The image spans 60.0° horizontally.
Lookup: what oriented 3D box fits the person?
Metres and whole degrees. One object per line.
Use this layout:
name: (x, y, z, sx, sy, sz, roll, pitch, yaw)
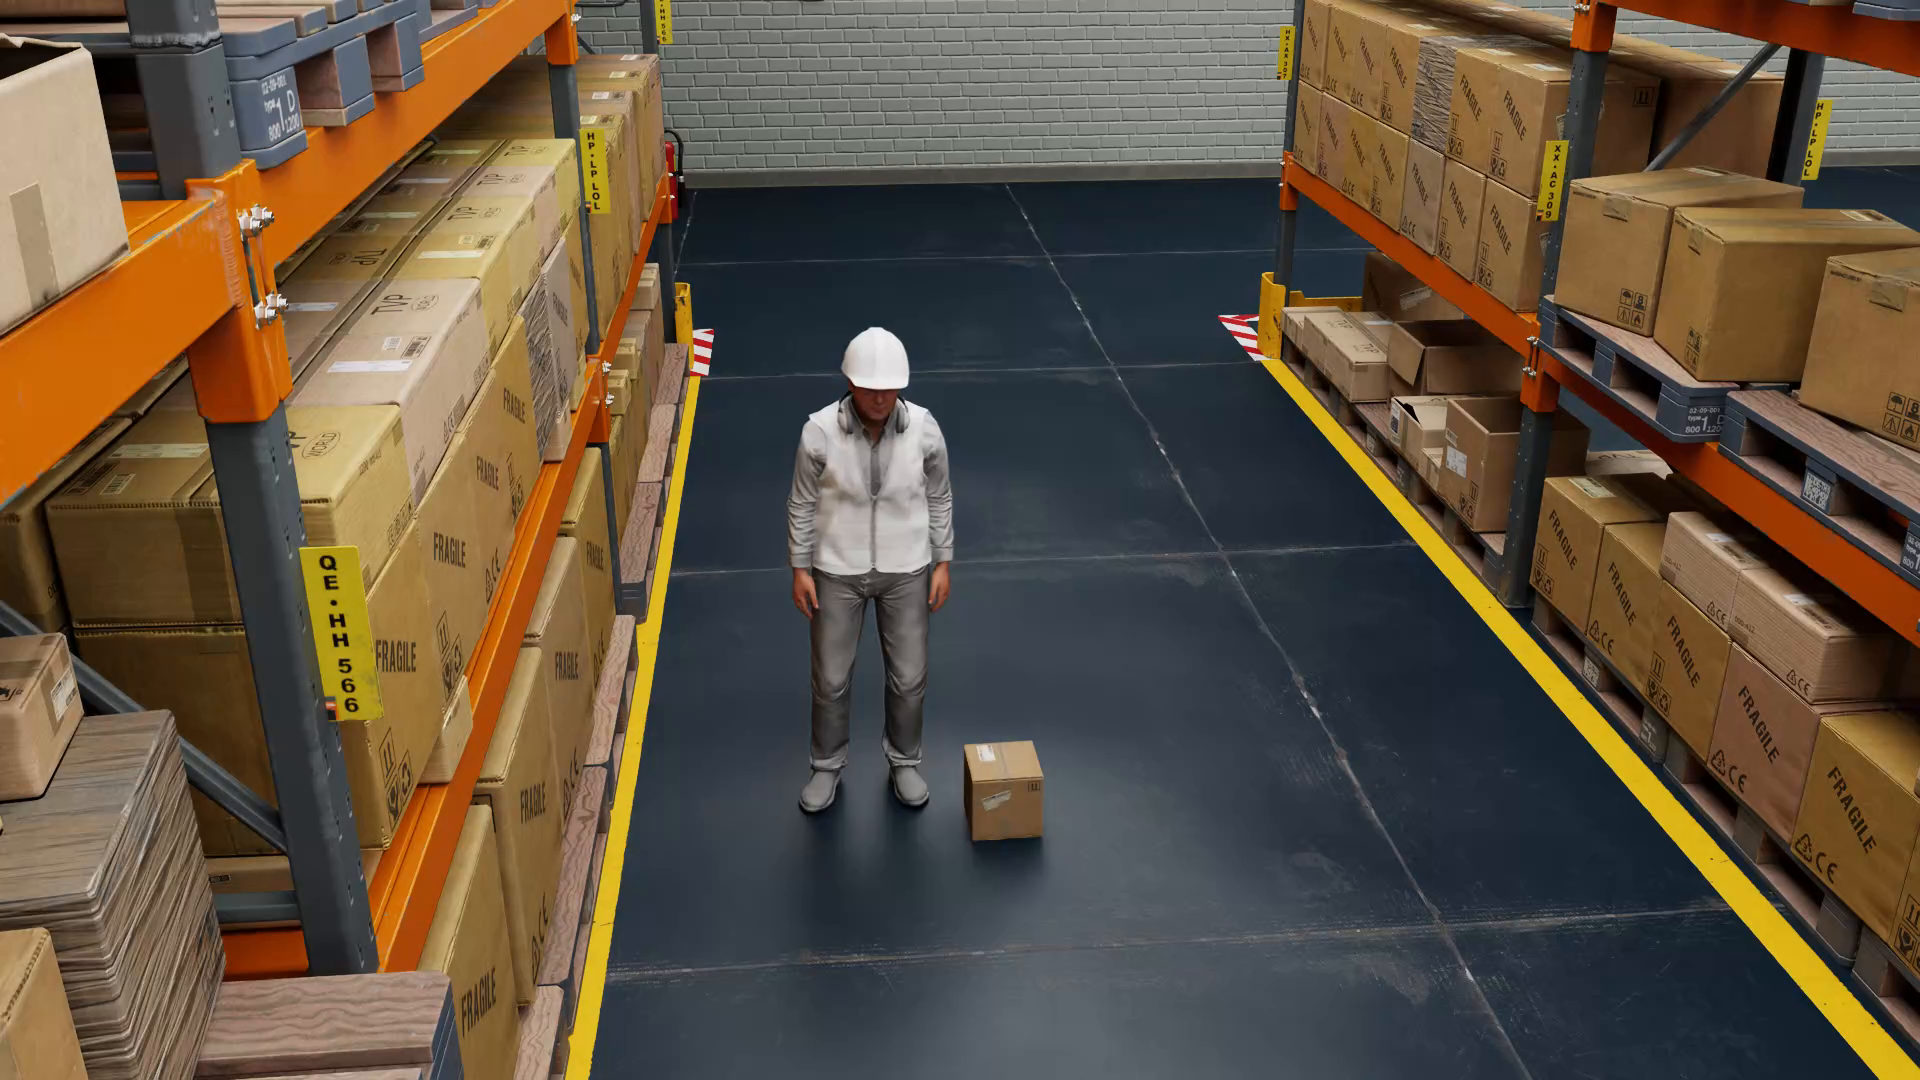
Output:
person: (-0.309, 0.104, 5.830, 0.585, 1.770, 0.463, -3, 24, -7)
